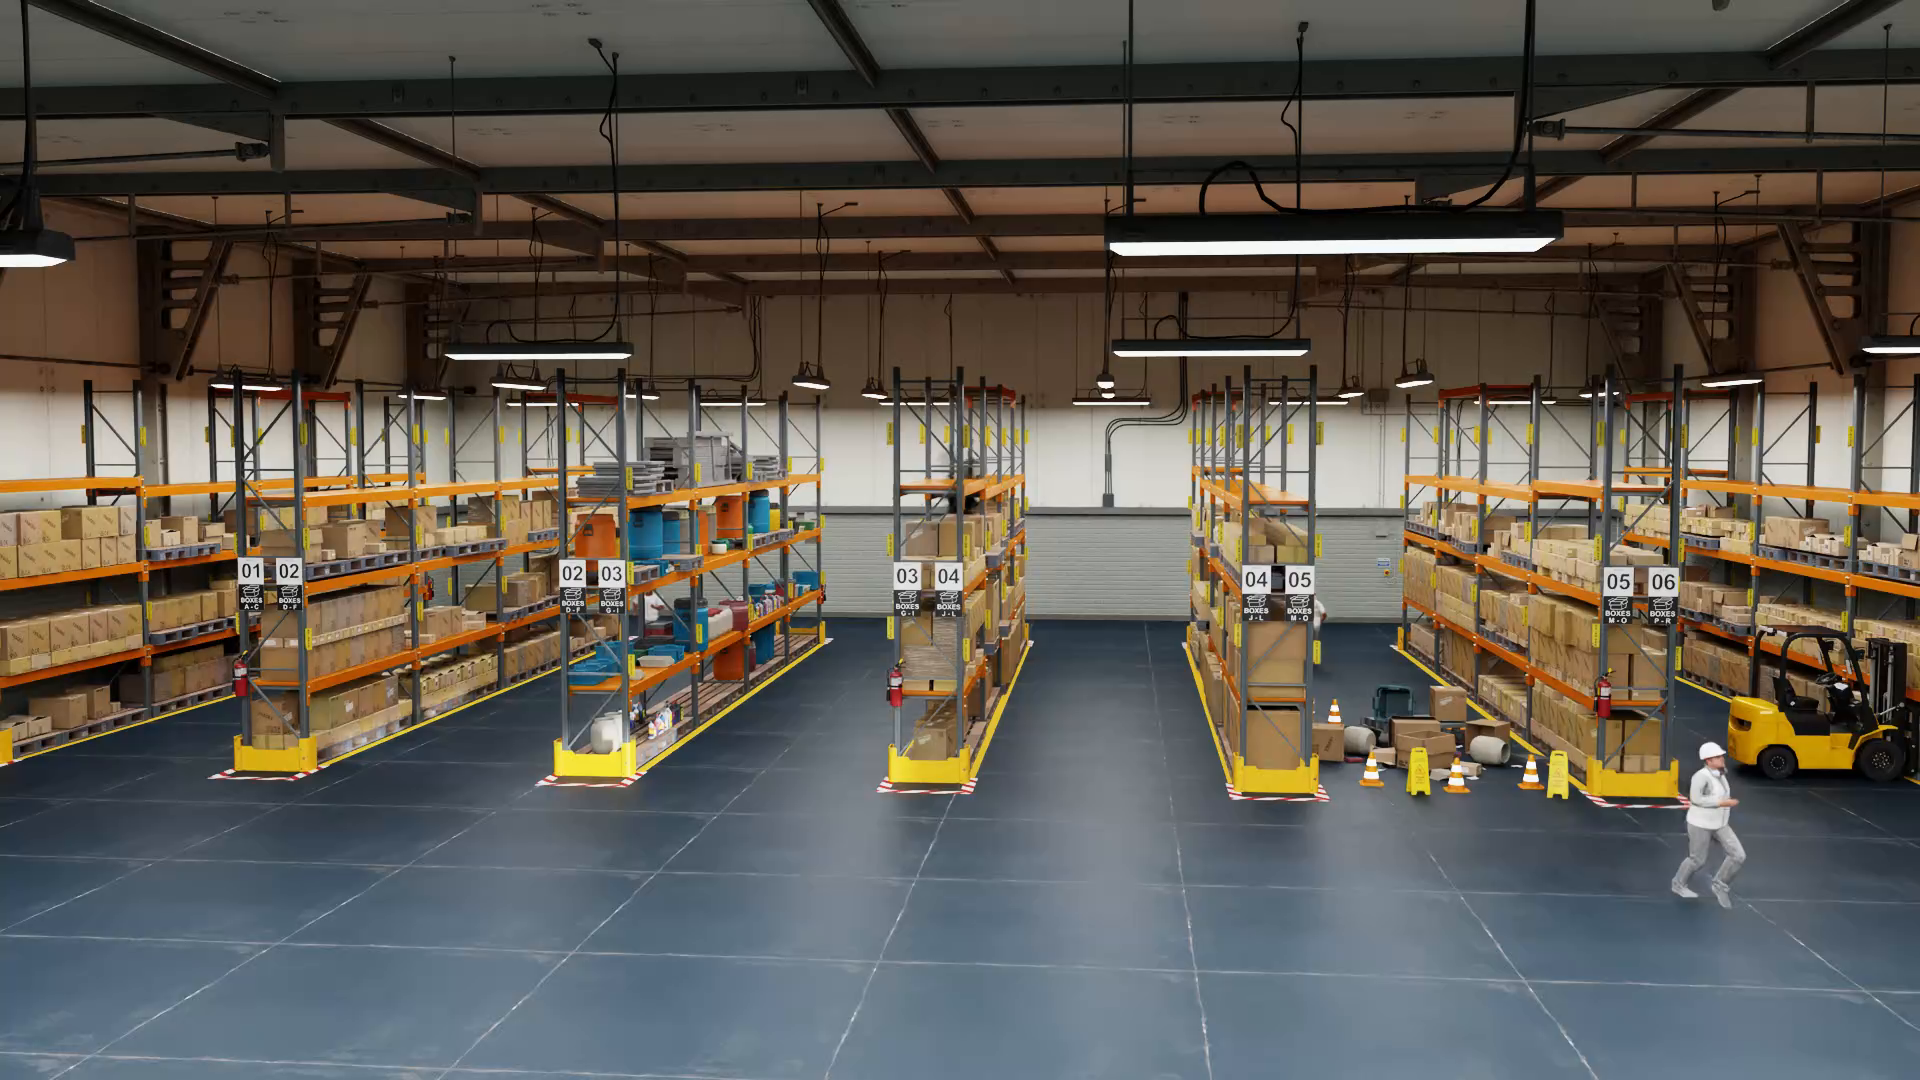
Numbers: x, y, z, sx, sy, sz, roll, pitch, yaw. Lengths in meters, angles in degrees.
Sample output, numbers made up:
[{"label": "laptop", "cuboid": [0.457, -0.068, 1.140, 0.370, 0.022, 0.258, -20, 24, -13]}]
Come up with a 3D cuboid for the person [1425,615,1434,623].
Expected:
[{"label": "person", "cuboid": [11.412, 1.678, 40.149, 0.890, 1.672, 0.643, 3, 5, 40]}]

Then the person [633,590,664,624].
[{"label": "person", "cuboid": [-6.956, 1.794, 37.127, 0.687, 1.799, 0.901, -1, 4, -8]}]

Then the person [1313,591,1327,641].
[{"label": "person", "cuboid": [7.753, 1.912, 36.681, 0.615, 1.623, 0.708, 0, 4, 0]}]

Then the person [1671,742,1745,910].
[{"label": "person", "cuboid": [7.931, 3.032, 17.674, 0.640, 1.795, 0.777, -2, 4, -32]}]
